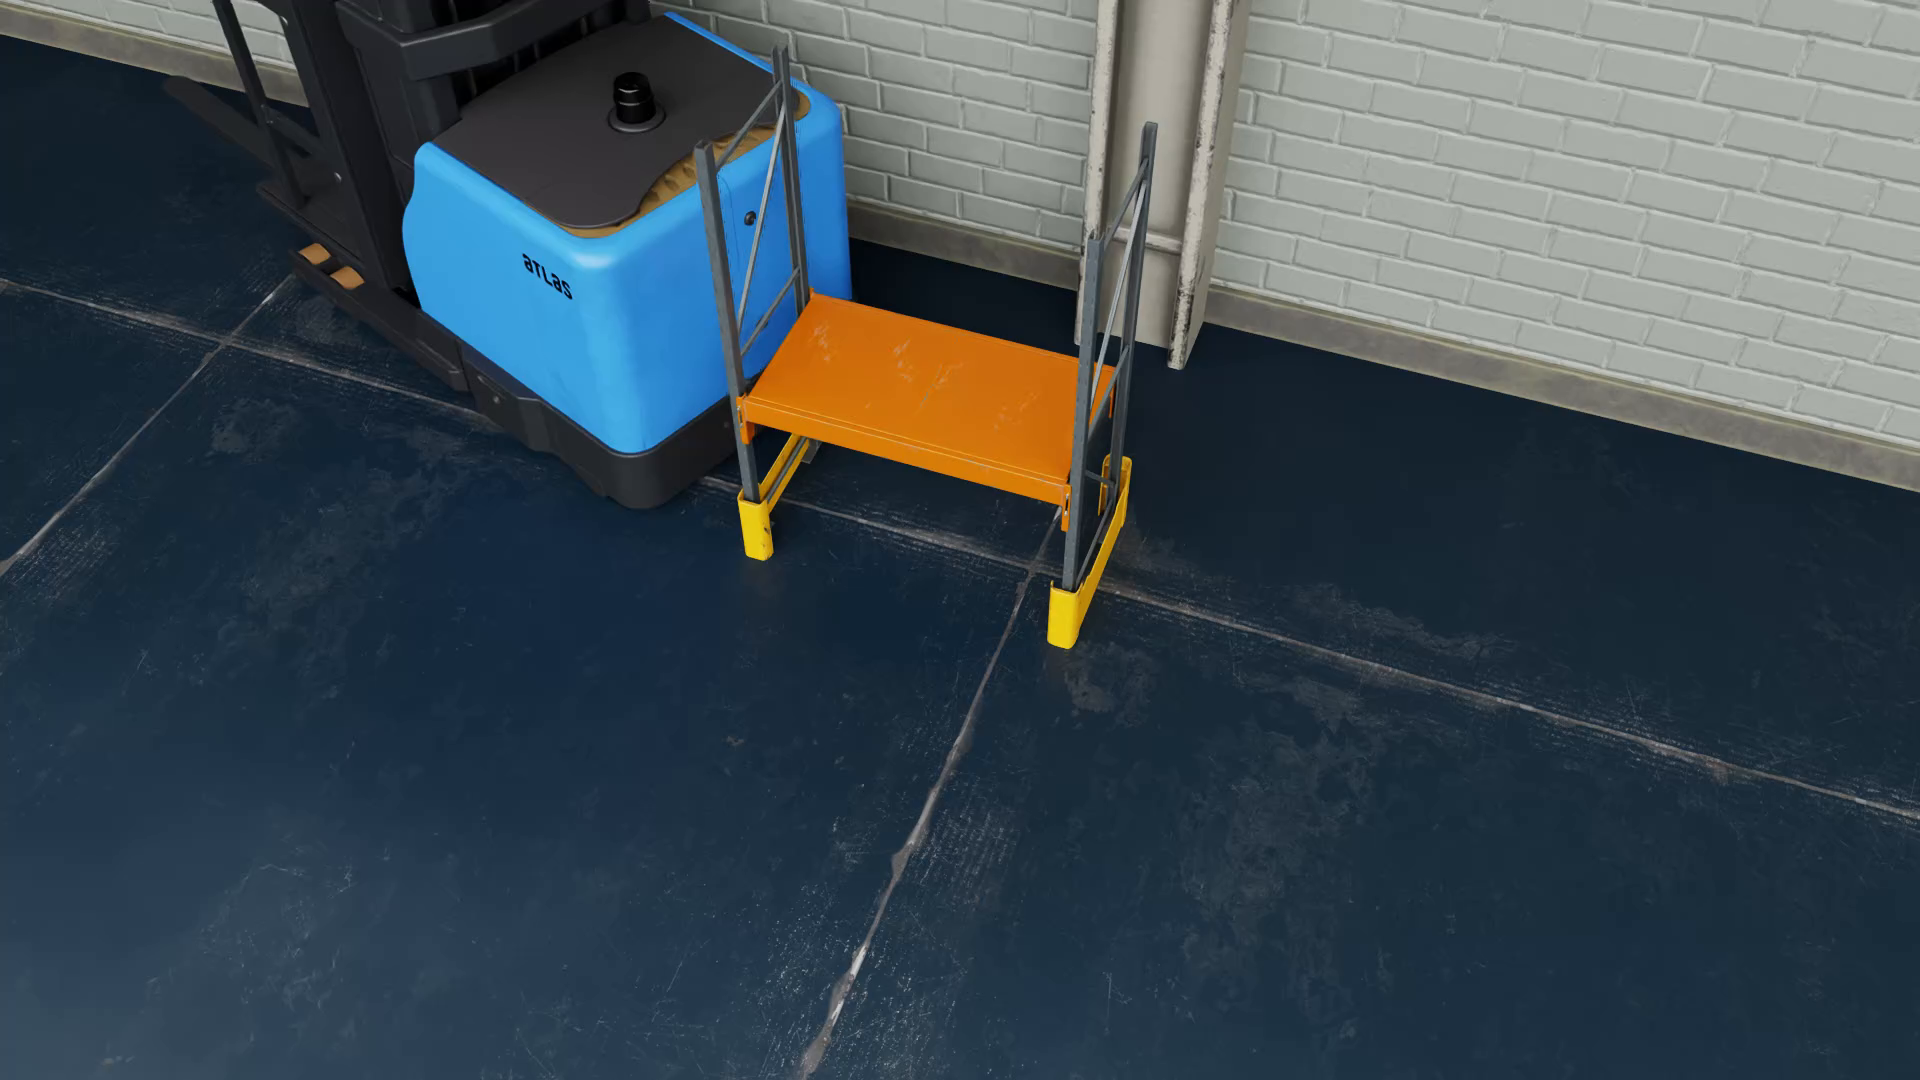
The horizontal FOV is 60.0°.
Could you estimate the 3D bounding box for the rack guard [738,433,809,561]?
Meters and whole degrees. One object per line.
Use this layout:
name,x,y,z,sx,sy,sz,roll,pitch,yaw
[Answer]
rack guard,-0.539,-0.232,5.286,0.087,0.250,0.587,16,51,13

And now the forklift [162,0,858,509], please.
forklift,-1.776,-2.033,5.073,3.031,2.935,1.130,34,57,26

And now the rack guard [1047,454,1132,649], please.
rack guard,0.396,0.029,5.060,0.087,0.250,0.587,16,51,13

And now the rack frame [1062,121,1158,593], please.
rack frame,0.397,-0.380,4.587,0.032,1.500,0.500,16,51,13

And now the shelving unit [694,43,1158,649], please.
shelving unit,-0.072,-0.511,4.701,1.083,1.500,0.587,16,51,13

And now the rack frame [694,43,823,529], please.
rack frame,-0.557,-0.647,4.818,0.032,1.500,0.500,16,51,13

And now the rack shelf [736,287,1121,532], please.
rack shelf,-0.080,-0.396,4.839,1.000,0.185,0.538,16,51,13
